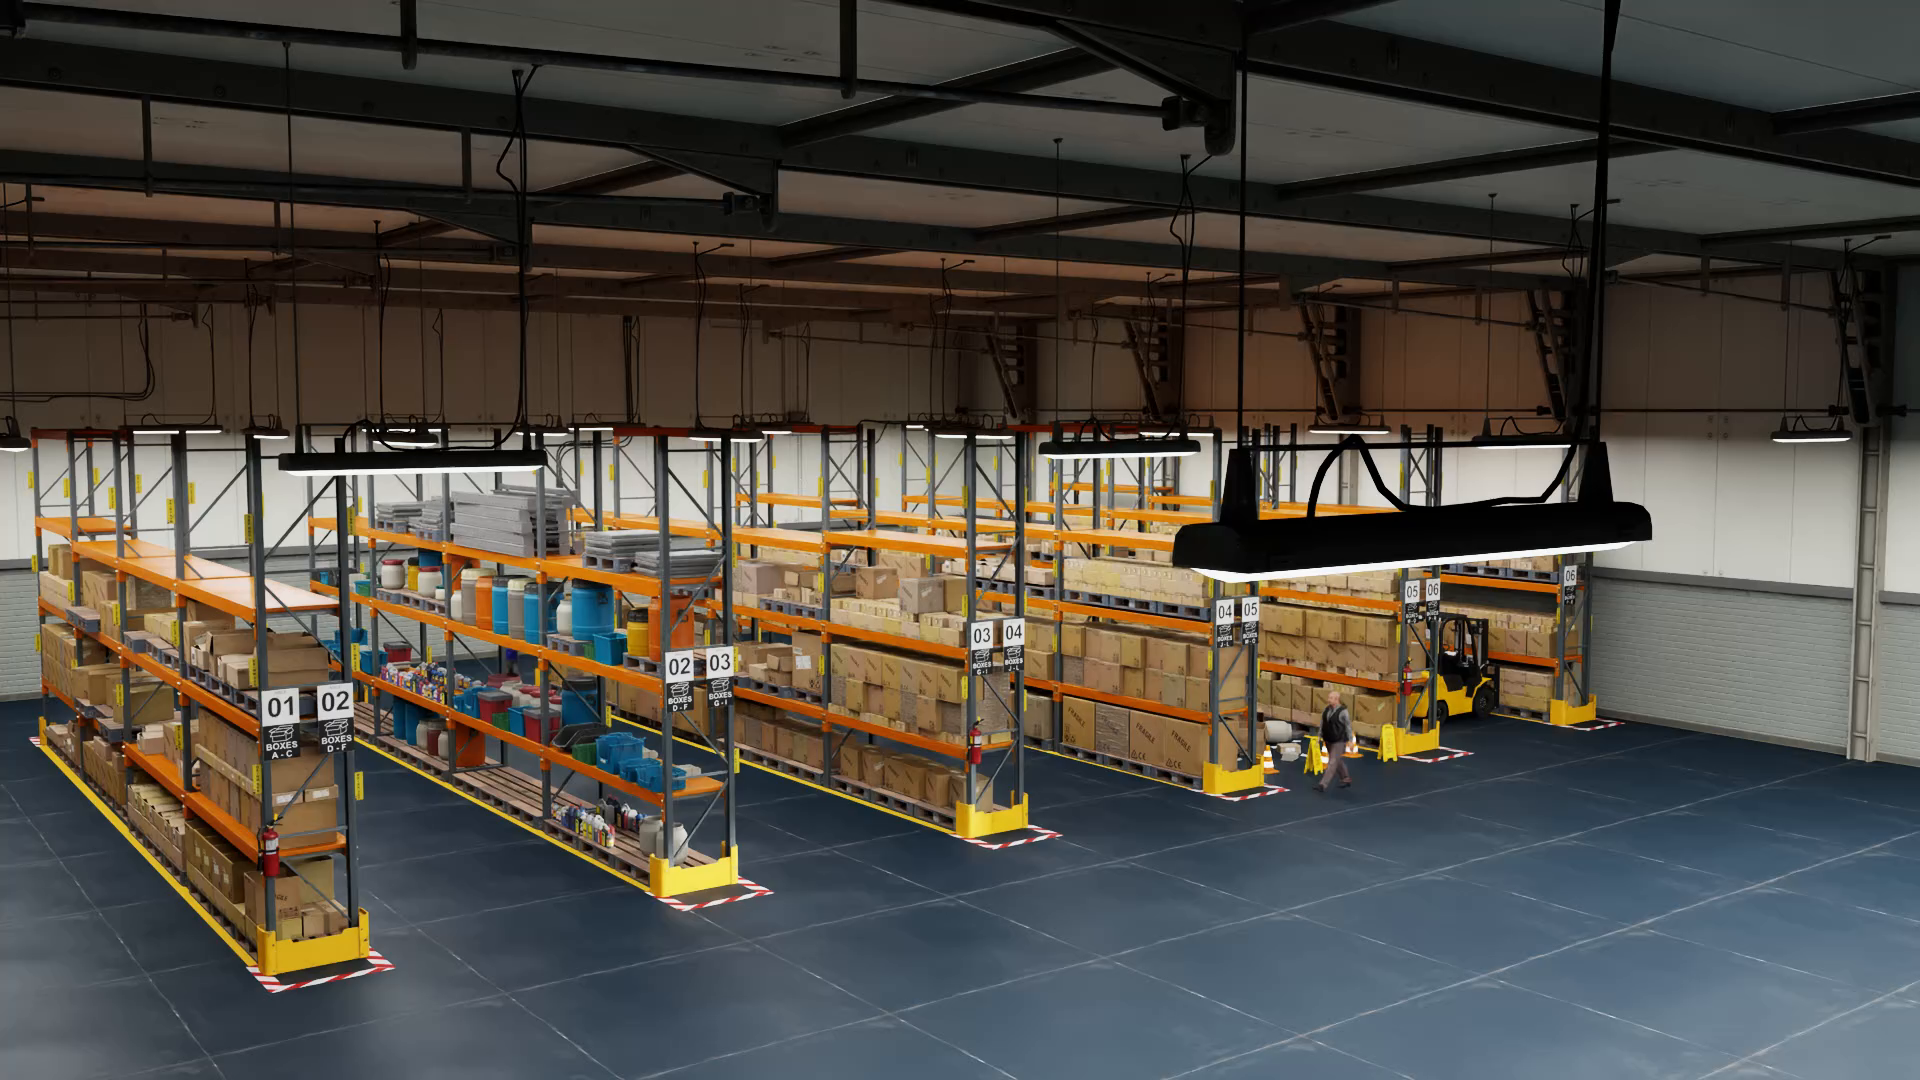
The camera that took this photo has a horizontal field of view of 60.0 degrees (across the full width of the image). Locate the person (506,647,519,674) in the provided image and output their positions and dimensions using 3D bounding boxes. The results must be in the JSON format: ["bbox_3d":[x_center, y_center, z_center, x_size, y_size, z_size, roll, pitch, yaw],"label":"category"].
[{"bbox_3d":[-9.685,2.719,35.818,0.805,1.641,0.542,3,6,38],"label":"person"}]

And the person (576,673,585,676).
[{"bbox_3d":[-6.913,3.184,30.198,0.912,1.546,0.430,3,5,35],"label":"person"}]

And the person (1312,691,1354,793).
[{"bbox_3d":[6.111,3.324,27.470,1.057,1.656,0.558,-2,5,-28],"label":"person"}]
